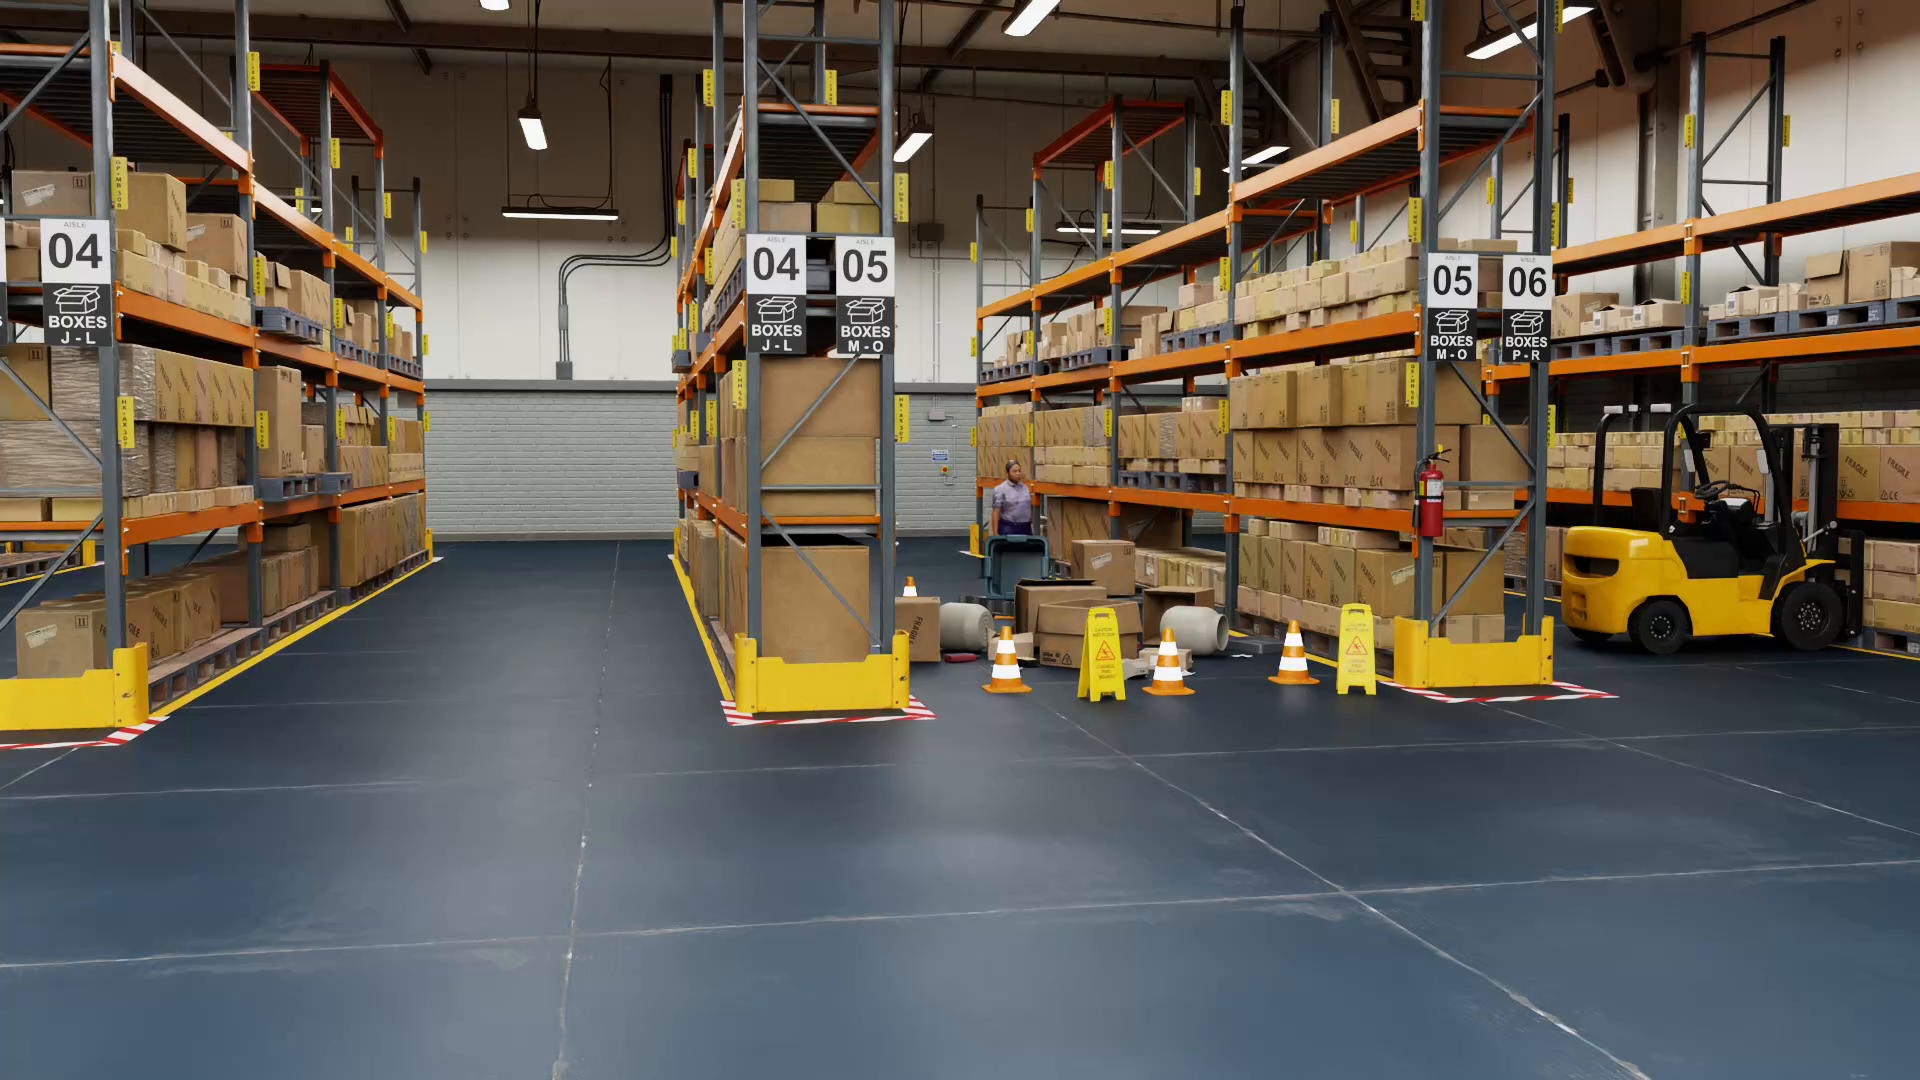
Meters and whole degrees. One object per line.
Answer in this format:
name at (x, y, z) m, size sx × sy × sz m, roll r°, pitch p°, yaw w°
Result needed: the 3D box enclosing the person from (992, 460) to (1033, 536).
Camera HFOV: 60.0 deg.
person at (0.634, -0.045, 17.995) m, size 0.493 × 1.644 × 0.551 m, roll -2°, pitch 4°, yaw -31°
